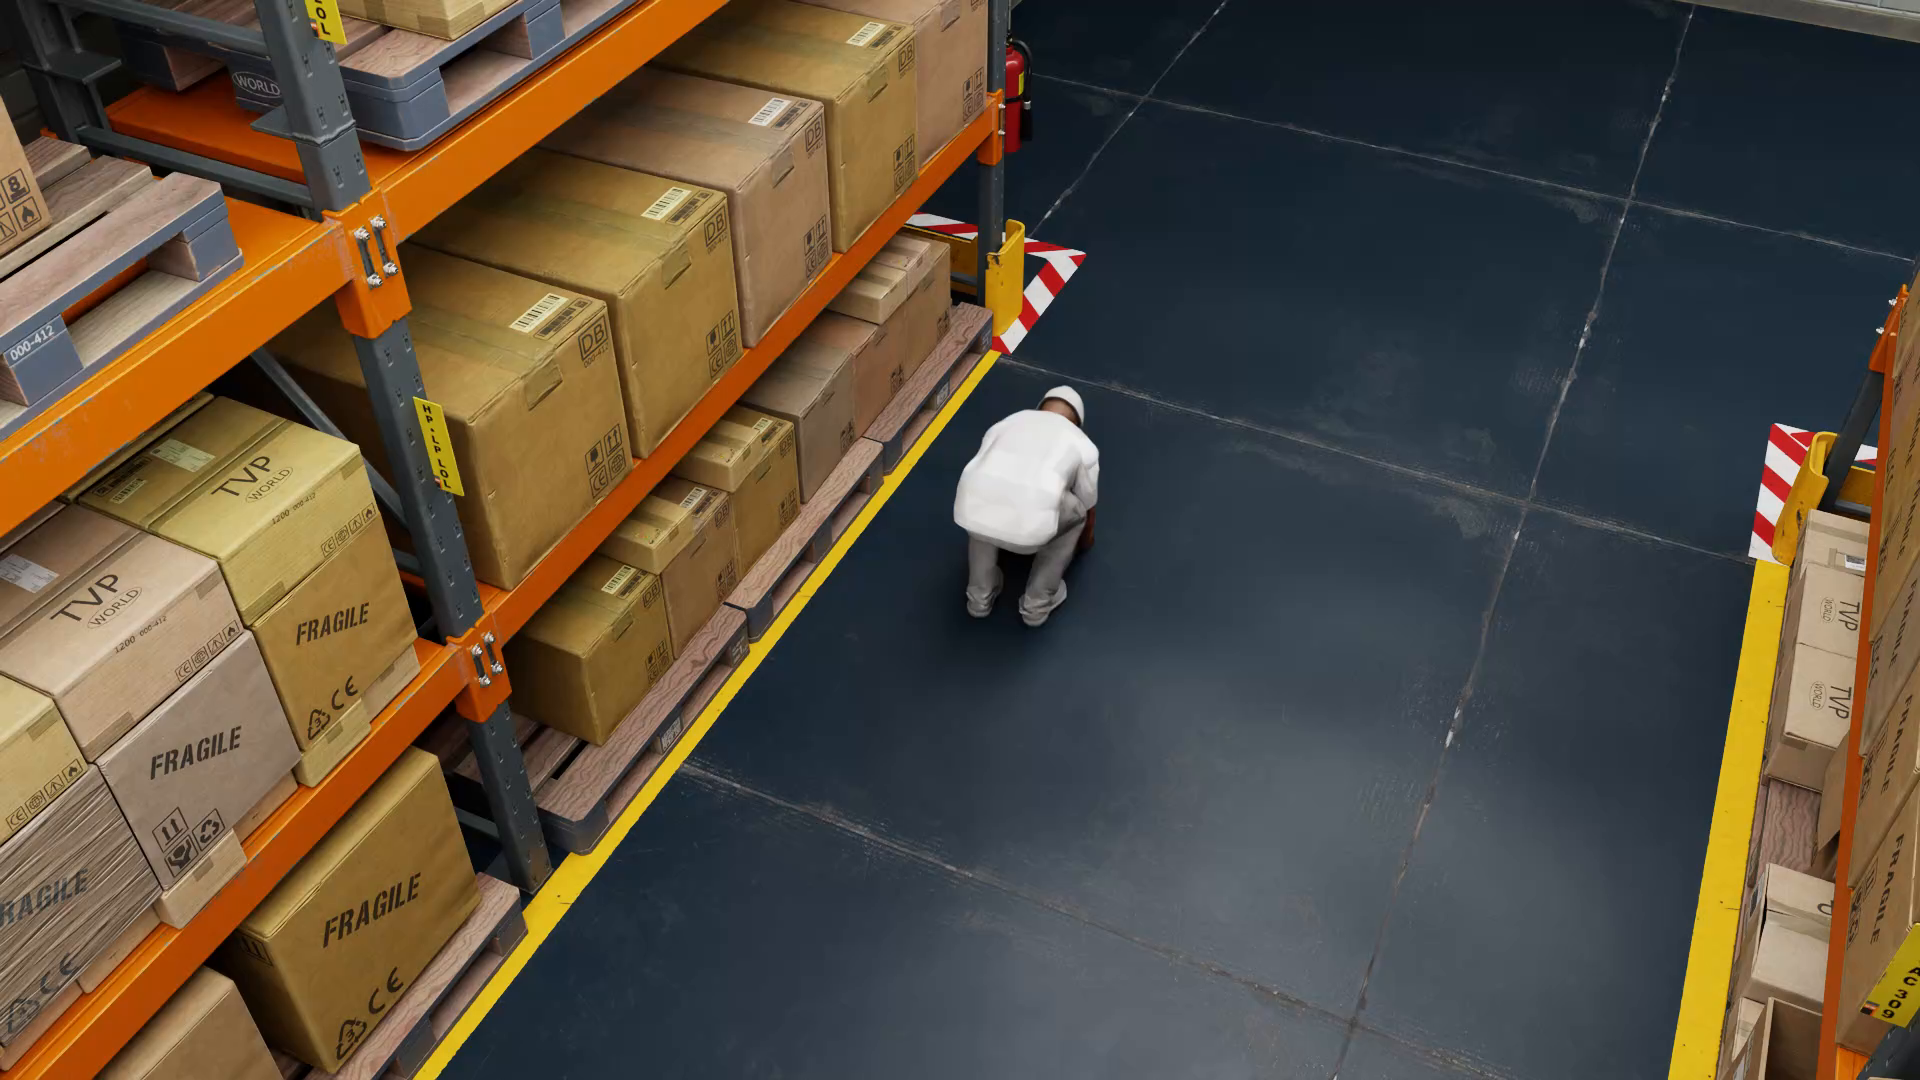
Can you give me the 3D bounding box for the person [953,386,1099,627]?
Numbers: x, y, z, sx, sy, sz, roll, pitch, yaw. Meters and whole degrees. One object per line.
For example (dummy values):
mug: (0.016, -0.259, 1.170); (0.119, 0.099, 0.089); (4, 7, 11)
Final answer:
person: (0.290, -0.144, 6.987); (0.505, 0.886, 0.979); (15, 44, 16)
